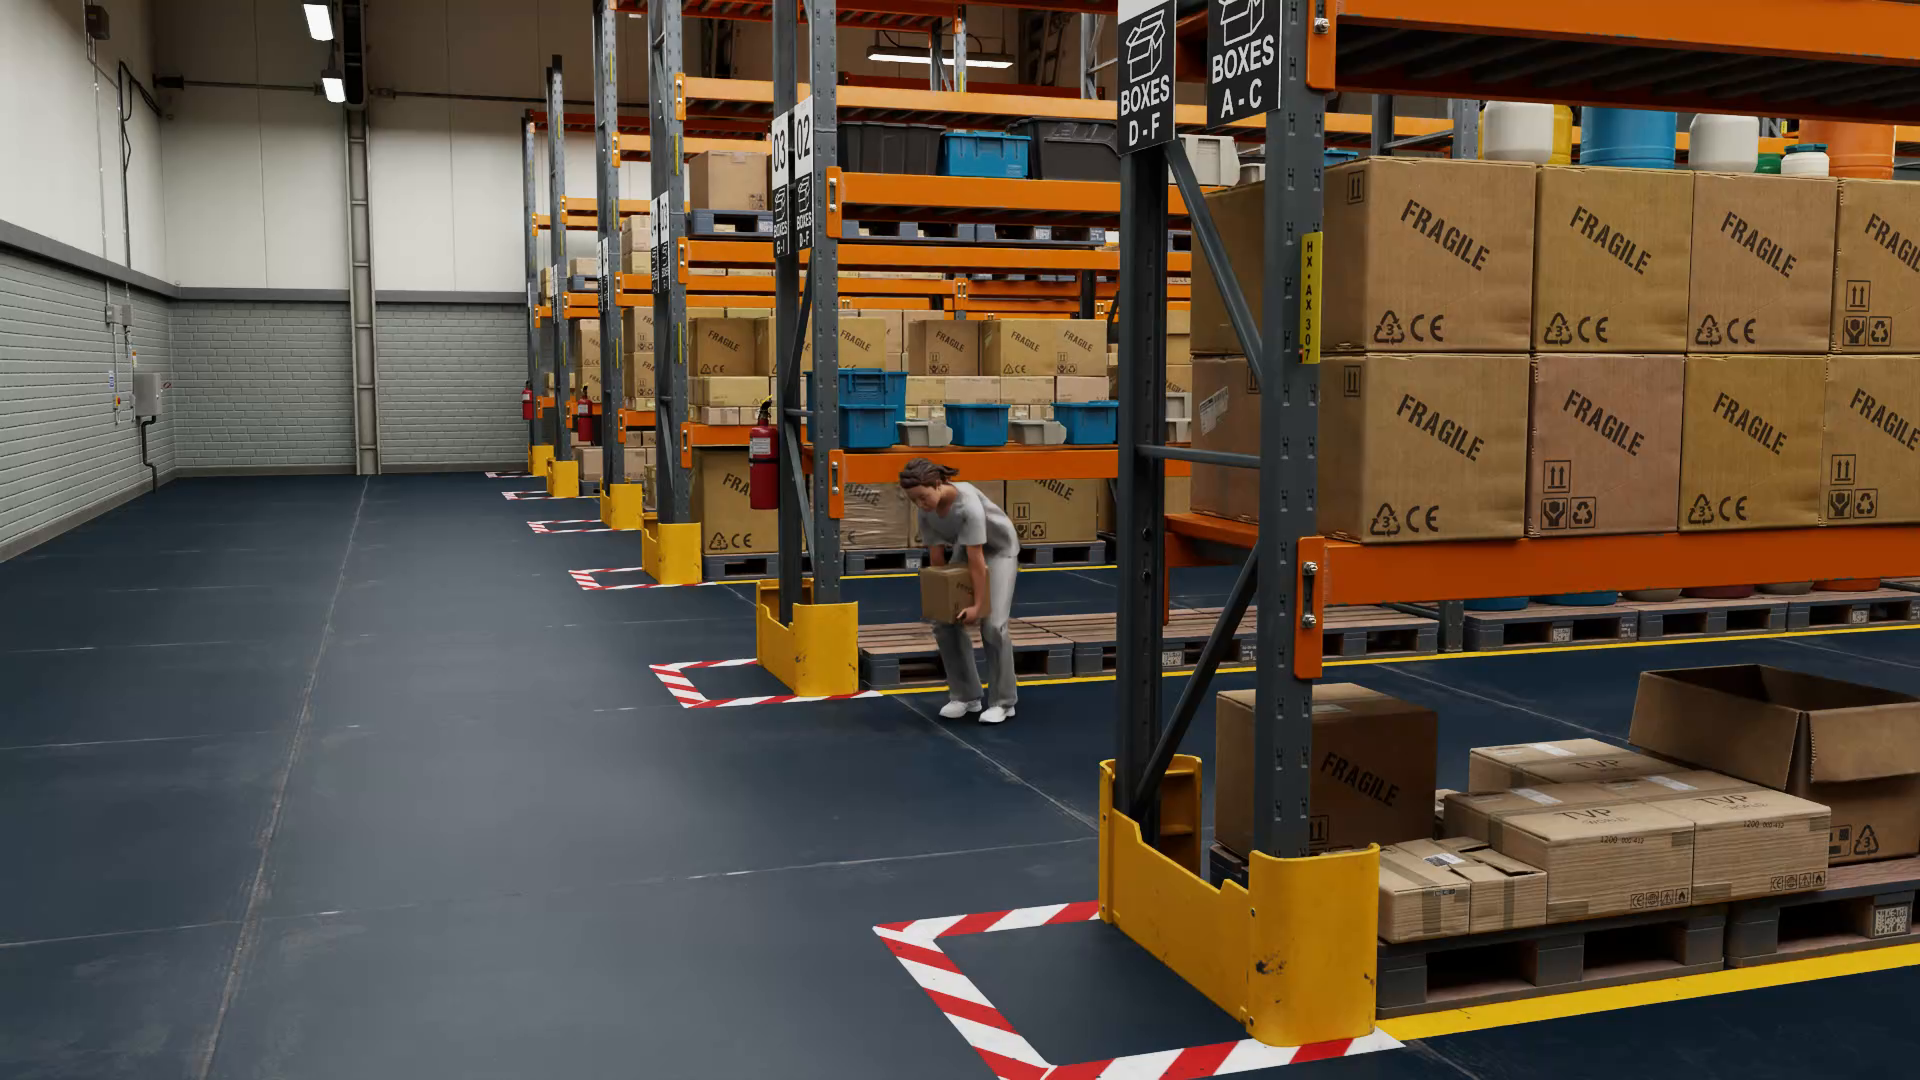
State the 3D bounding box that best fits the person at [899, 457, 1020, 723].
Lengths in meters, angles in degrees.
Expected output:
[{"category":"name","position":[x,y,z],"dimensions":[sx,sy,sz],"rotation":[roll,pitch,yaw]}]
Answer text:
[{"category":"person","position":[-0.006,0.251,8.230],"dimensions":[0.418,1.343,0.789],"rotation":[4,7,33]}]
